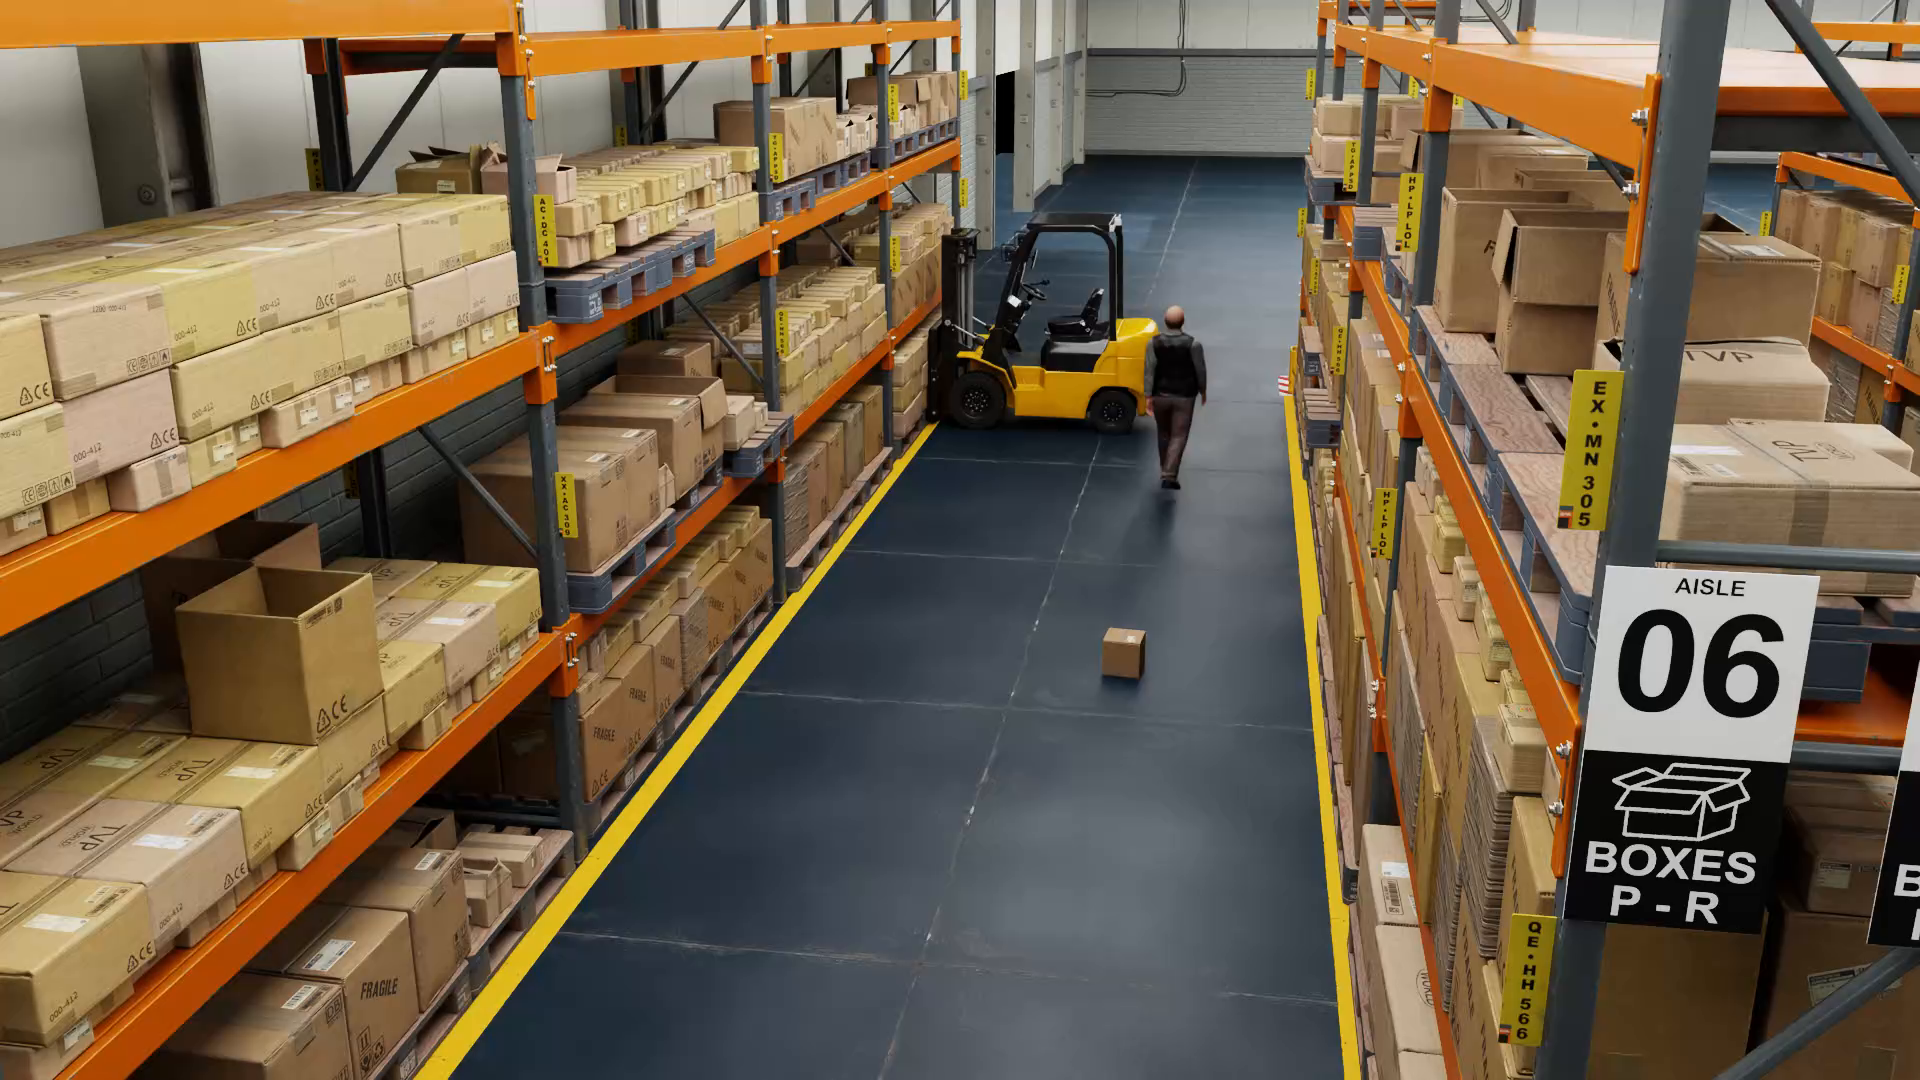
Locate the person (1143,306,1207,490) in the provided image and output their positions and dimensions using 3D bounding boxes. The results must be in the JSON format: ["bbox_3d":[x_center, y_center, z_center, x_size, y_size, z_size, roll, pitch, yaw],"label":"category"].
[{"bbox_3d":[1.965,-1.307,15.183,0.551,1.685,0.993,6,19,18],"label":"person"}]
